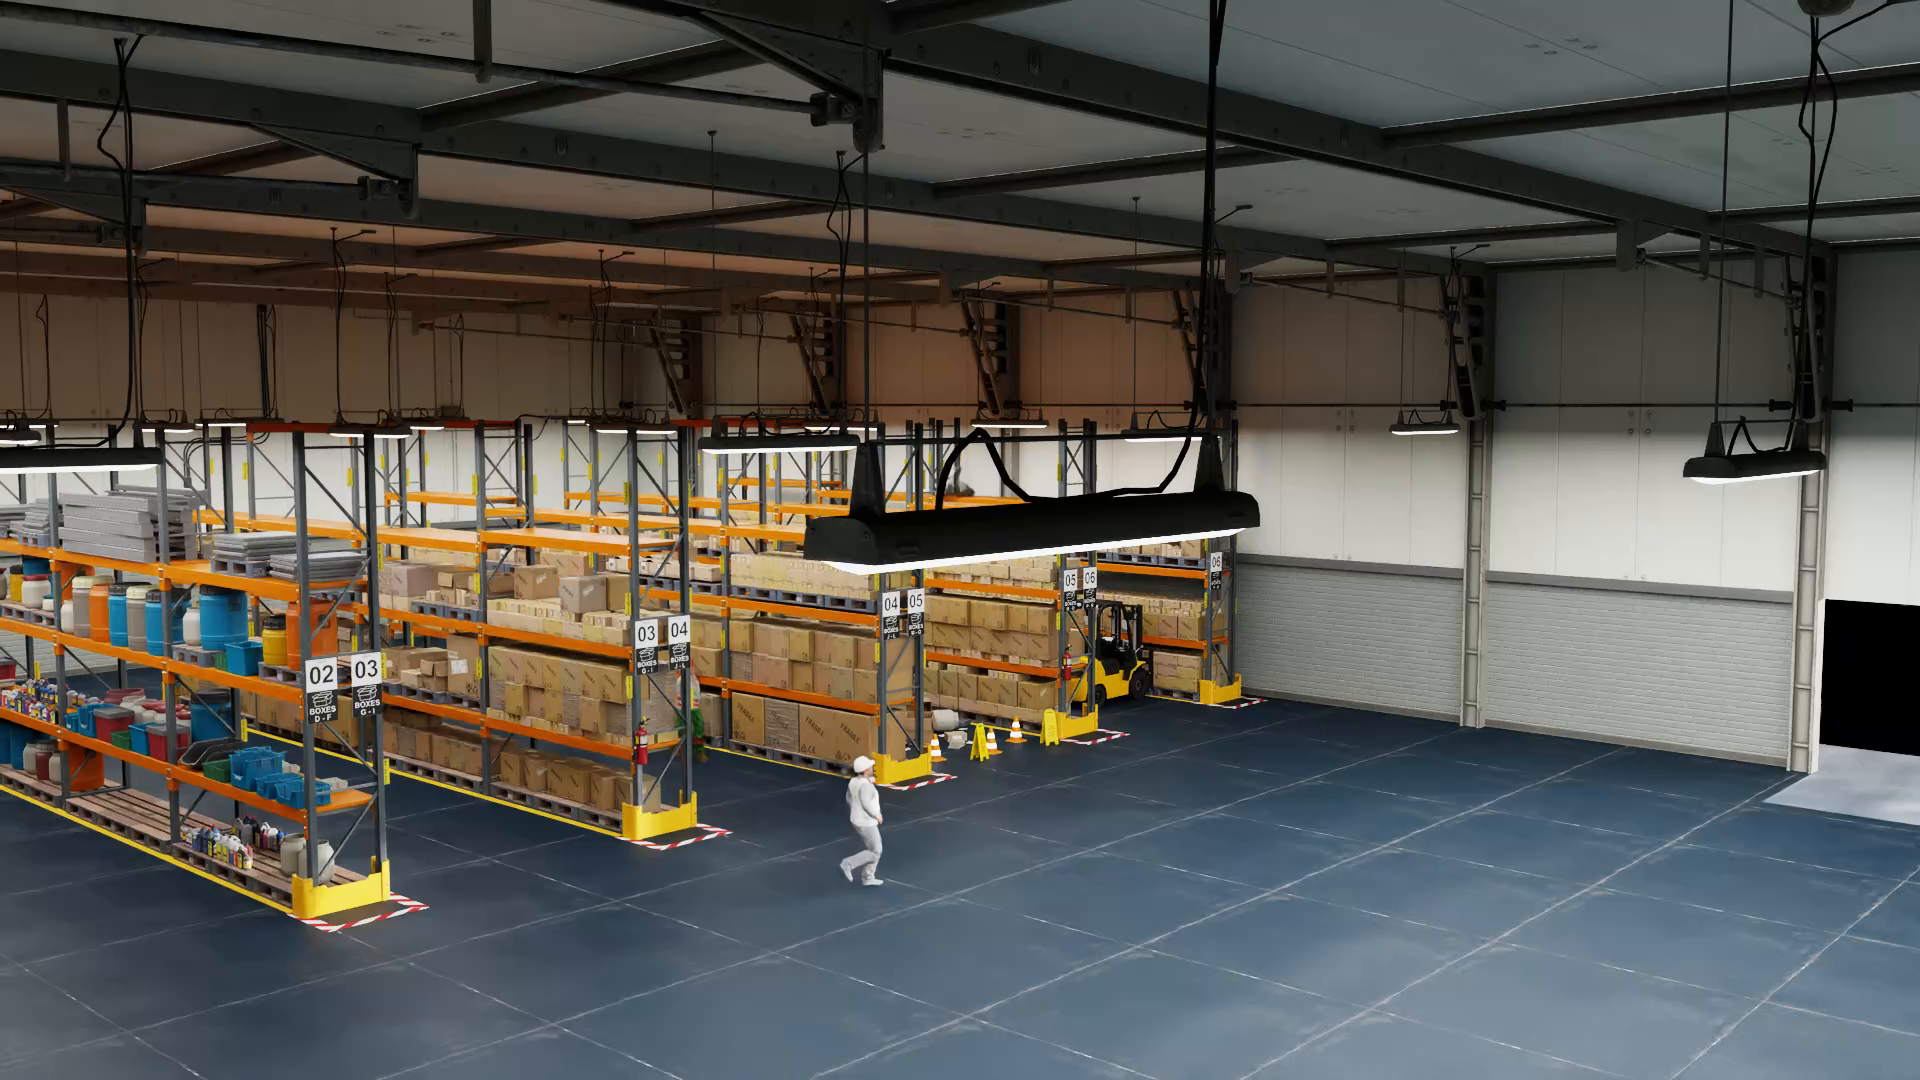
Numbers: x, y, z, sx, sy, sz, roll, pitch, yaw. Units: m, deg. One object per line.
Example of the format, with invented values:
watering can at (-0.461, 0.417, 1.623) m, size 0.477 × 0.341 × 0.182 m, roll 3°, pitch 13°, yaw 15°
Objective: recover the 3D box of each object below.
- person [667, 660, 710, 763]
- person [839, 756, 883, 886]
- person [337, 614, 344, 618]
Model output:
person at (-4.849, 3.023, 29.531) m, size 0.893 × 1.823 × 0.595 m, roll 3°, pitch 6°, yaw 35°
person at (-1.302, 3.695, 21.784) m, size 0.641 × 1.733 × 0.655 m, roll -2°, pitch 5°, yaw -22°
person at (-14.105, 2.460, 37.655) m, size 0.635 × 1.561 × 0.827 m, roll -2°, pitch 5°, yaw -20°
